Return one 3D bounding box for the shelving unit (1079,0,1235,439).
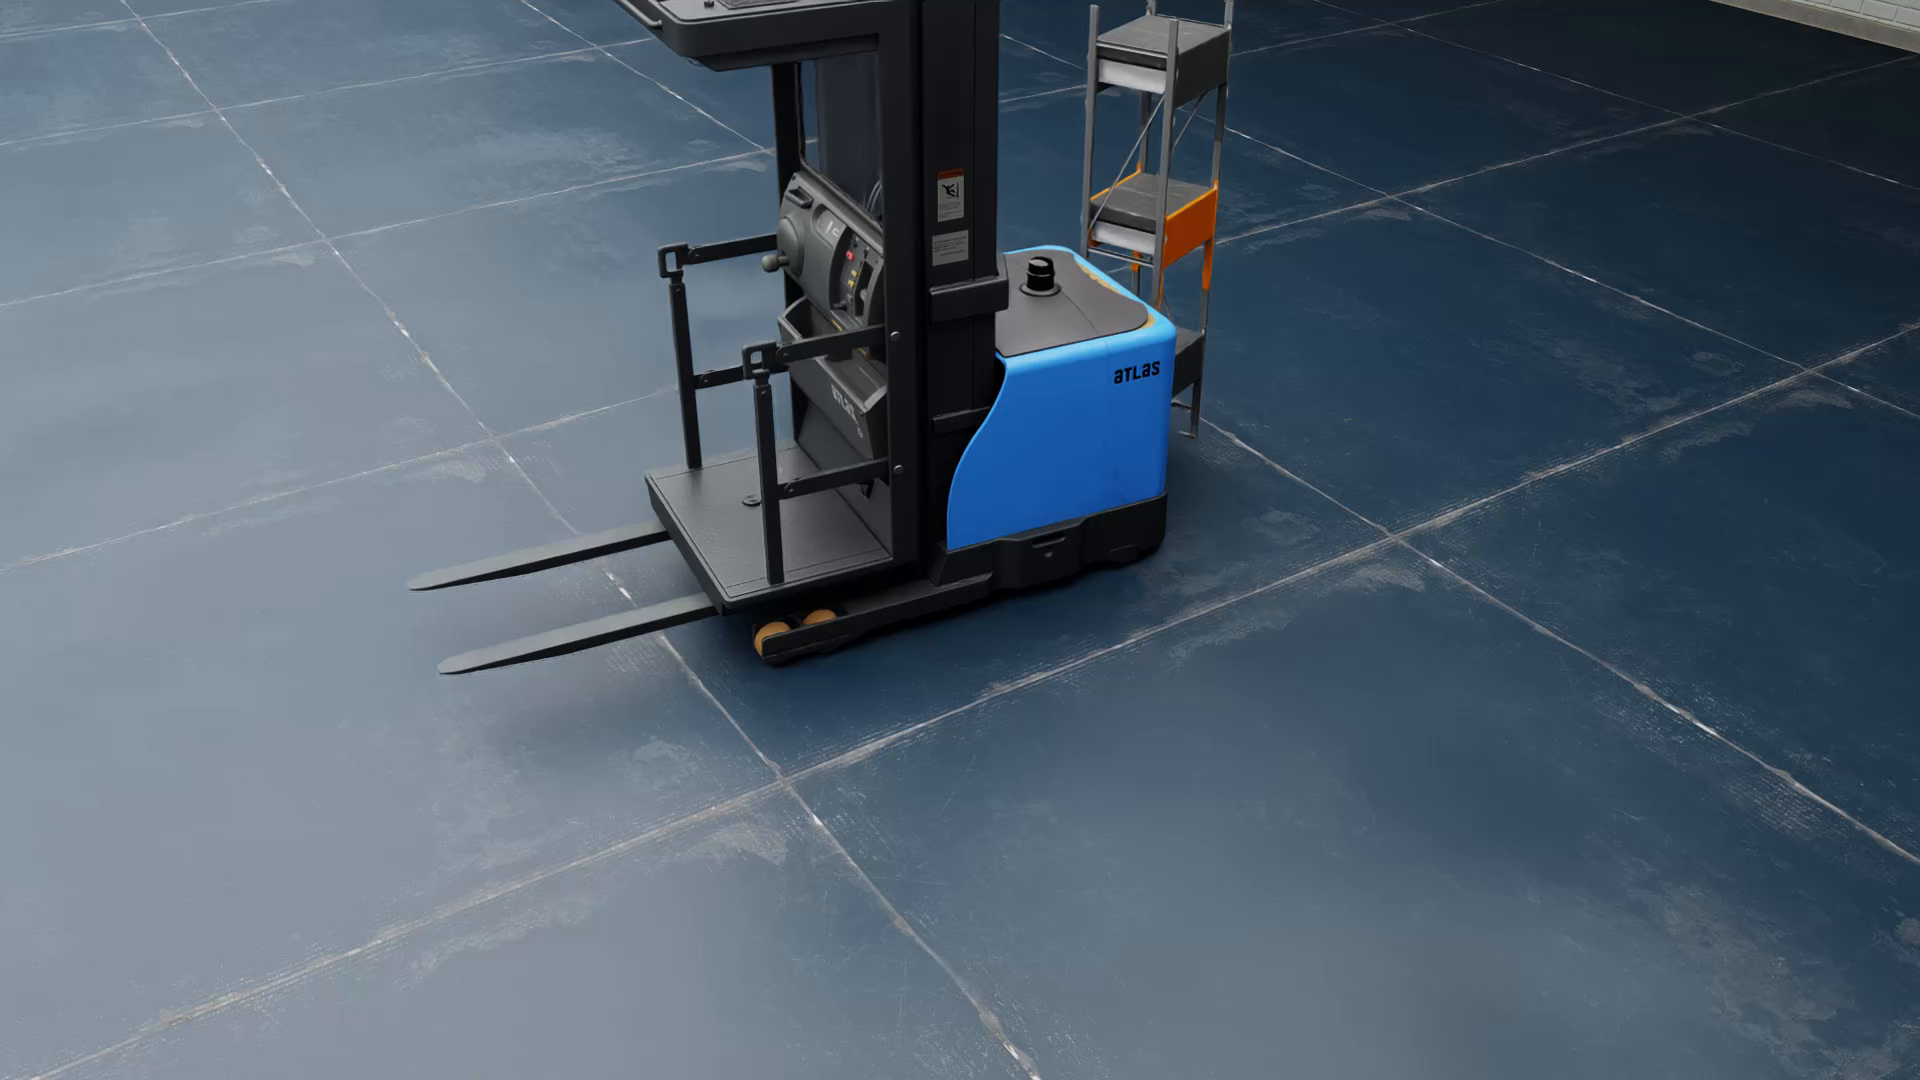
[{"bbox_3d":[0.838,-1.333,7.395,0.431,2.100,0.503,20,38,29],"label":"shelving unit"}]

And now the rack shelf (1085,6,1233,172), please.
[{"bbox_3d":[0.838,-1.914,7.029,0.431,0.518,0.480,20,38,29],"label":"rack shelf"}]

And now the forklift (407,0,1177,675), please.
[{"bbox_3d":[-0.676,-1.074,6.206,3.031,2.935,1.130,-14,35,-22],"label":"forklift"}]

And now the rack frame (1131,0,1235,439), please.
[{"bbox_3d":[0.978,-1.440,7.565,0.400,2.100,0.015,20,38,29],"label":"rack frame"}]

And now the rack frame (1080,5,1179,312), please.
[{"bbox_3d":[0.698,-1.226,7.226,0.400,2.100,0.015,20,38,29],"label":"rack frame"}]

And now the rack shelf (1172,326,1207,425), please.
[{"bbox_3d":[0.838,-0.730,7.776,0.431,0.518,0.480,20,38,29],"label":"rack shelf"}]

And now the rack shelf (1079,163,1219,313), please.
[{"bbox_3d":[0.838,-1.322,7.403,0.431,0.518,0.480,20,38,29],"label":"rack shelf"}]
